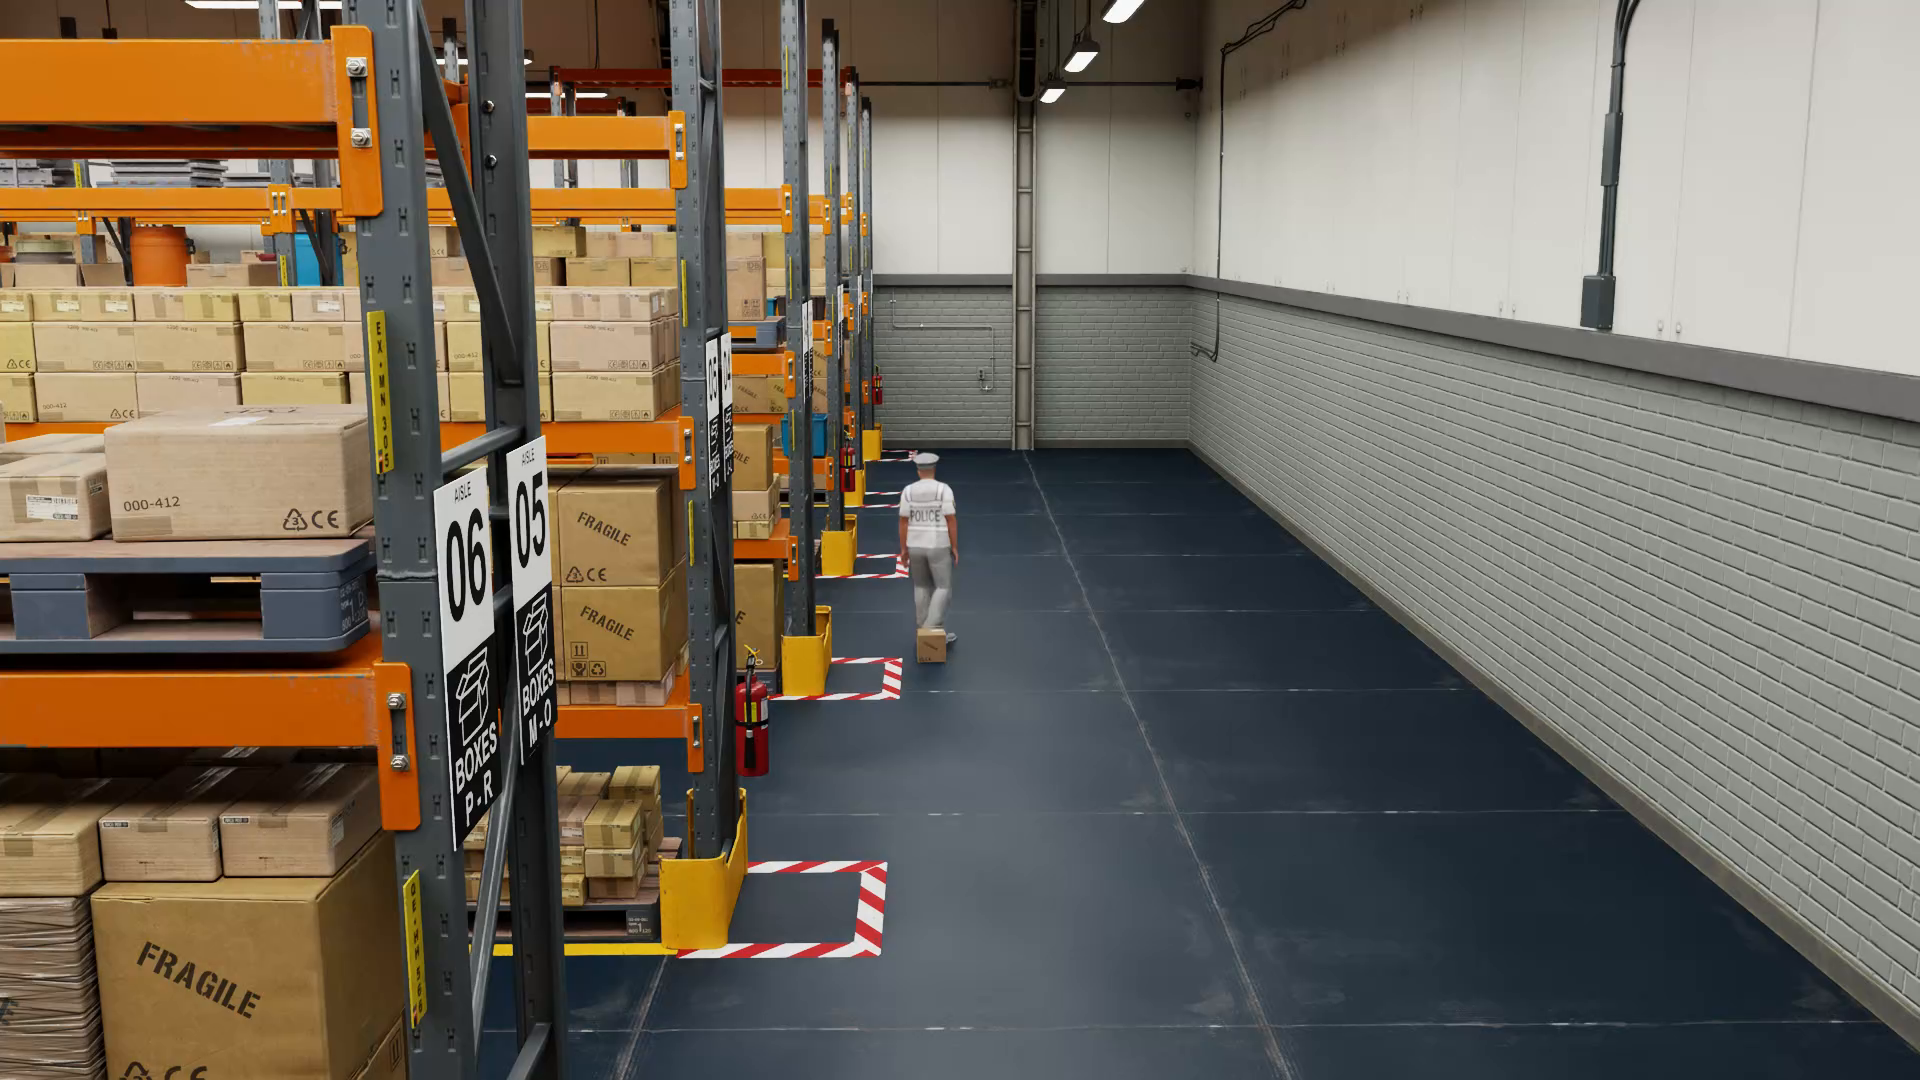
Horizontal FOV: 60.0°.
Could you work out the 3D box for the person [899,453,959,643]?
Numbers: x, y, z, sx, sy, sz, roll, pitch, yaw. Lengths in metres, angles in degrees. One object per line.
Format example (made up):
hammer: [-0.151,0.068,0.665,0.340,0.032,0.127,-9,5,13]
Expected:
person: [-0.295,0.089,15.386,0.595,1.745,0.580,3,11,18]
